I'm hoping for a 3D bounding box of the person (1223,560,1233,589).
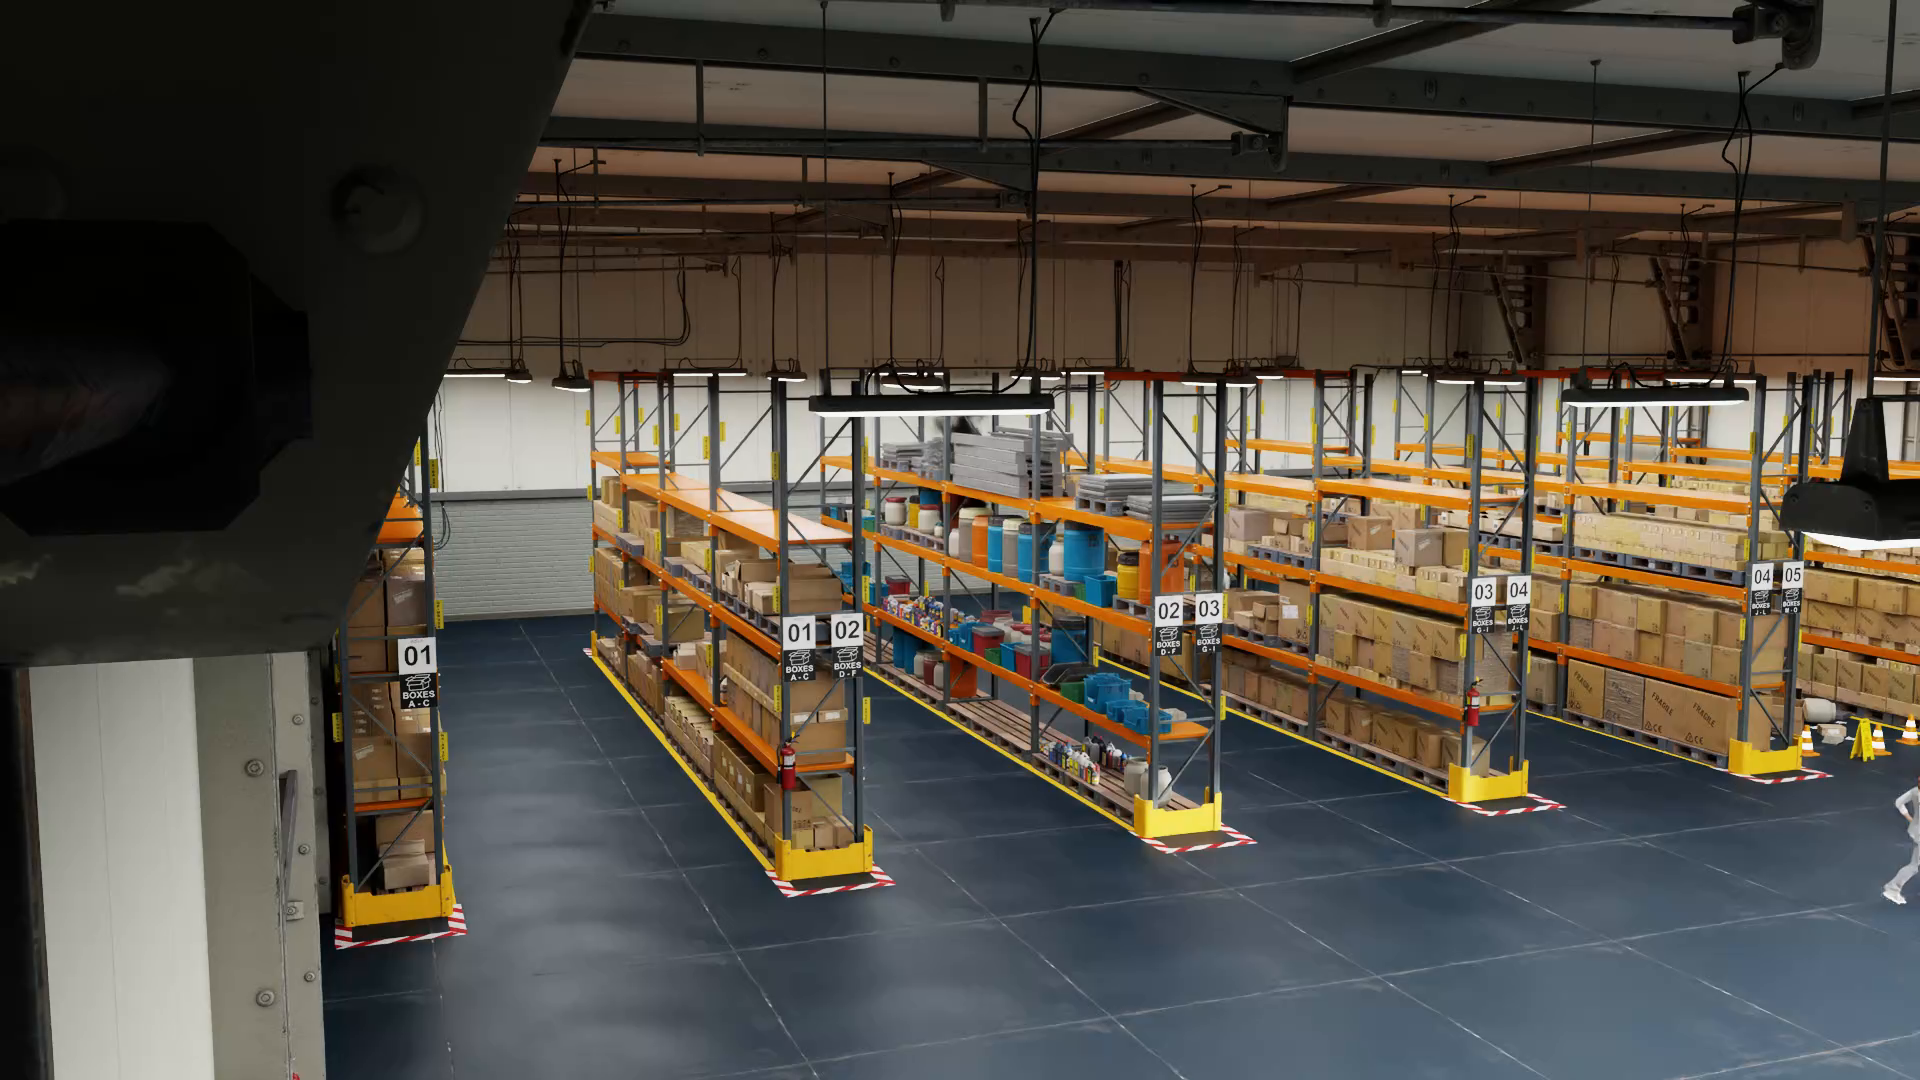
[{"bbox_3d":[5.866,1.238,37.512,0.670,1.772,0.996,-2,7,-20],"label":"person"}]

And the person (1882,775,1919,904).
[{"bbox_3d":[10.936,3.426,18.935,0.751,1.645,0.522,1,6,8],"label":"person"}]
